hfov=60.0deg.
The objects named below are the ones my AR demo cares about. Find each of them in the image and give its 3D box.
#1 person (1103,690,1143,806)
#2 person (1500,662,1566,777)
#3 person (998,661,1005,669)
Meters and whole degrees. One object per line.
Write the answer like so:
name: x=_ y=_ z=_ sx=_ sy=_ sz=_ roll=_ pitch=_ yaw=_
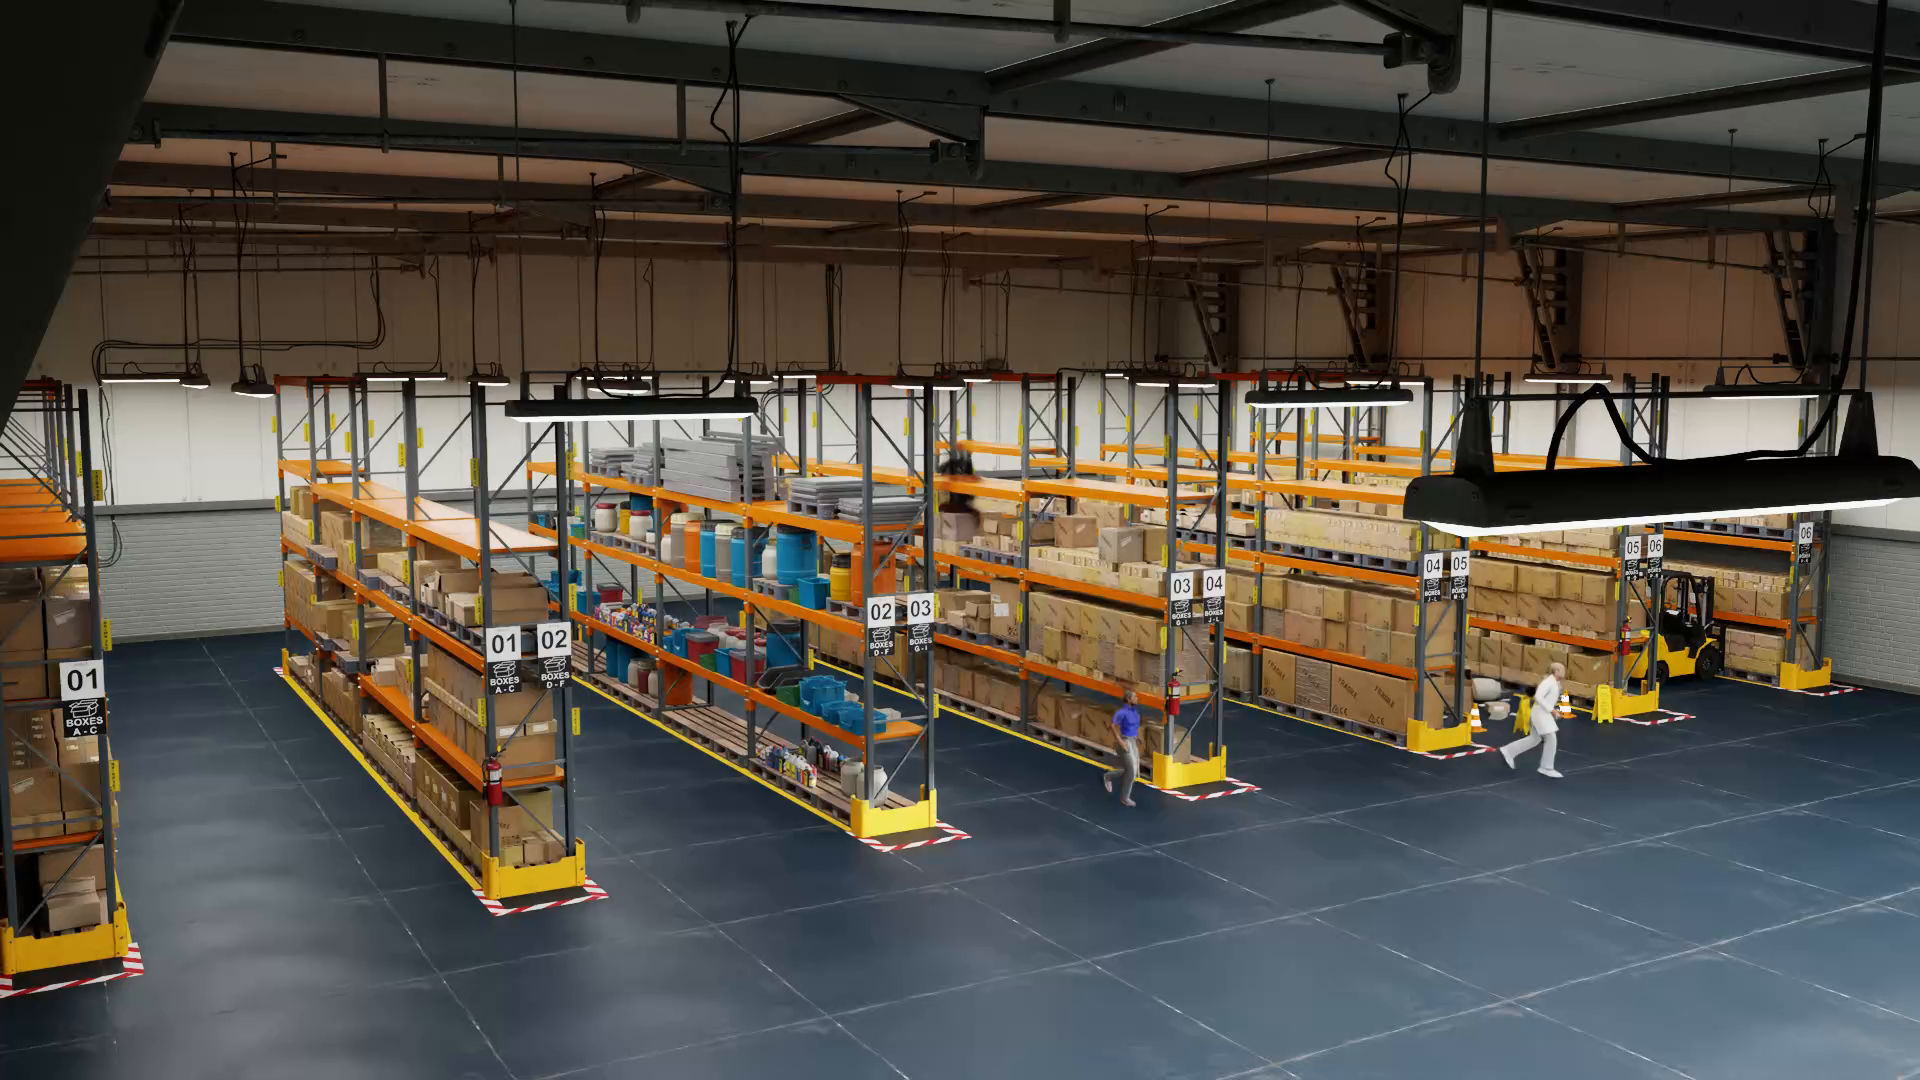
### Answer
person: x=2.376 y=2.958 z=23.828 sx=0.567 sy=1.605 sz=0.625 roll=4 pitch=8 yaw=35
person: x=8.762 y=2.719 z=25.409 sx=0.930 sy=1.765 sz=0.722 roll=3 pitch=7 yaw=24
person: x=0.866 y=1.941 z=33.075 sx=0.512 sy=1.554 sz=0.530 roll=-4 pitch=7 yaw=-33
